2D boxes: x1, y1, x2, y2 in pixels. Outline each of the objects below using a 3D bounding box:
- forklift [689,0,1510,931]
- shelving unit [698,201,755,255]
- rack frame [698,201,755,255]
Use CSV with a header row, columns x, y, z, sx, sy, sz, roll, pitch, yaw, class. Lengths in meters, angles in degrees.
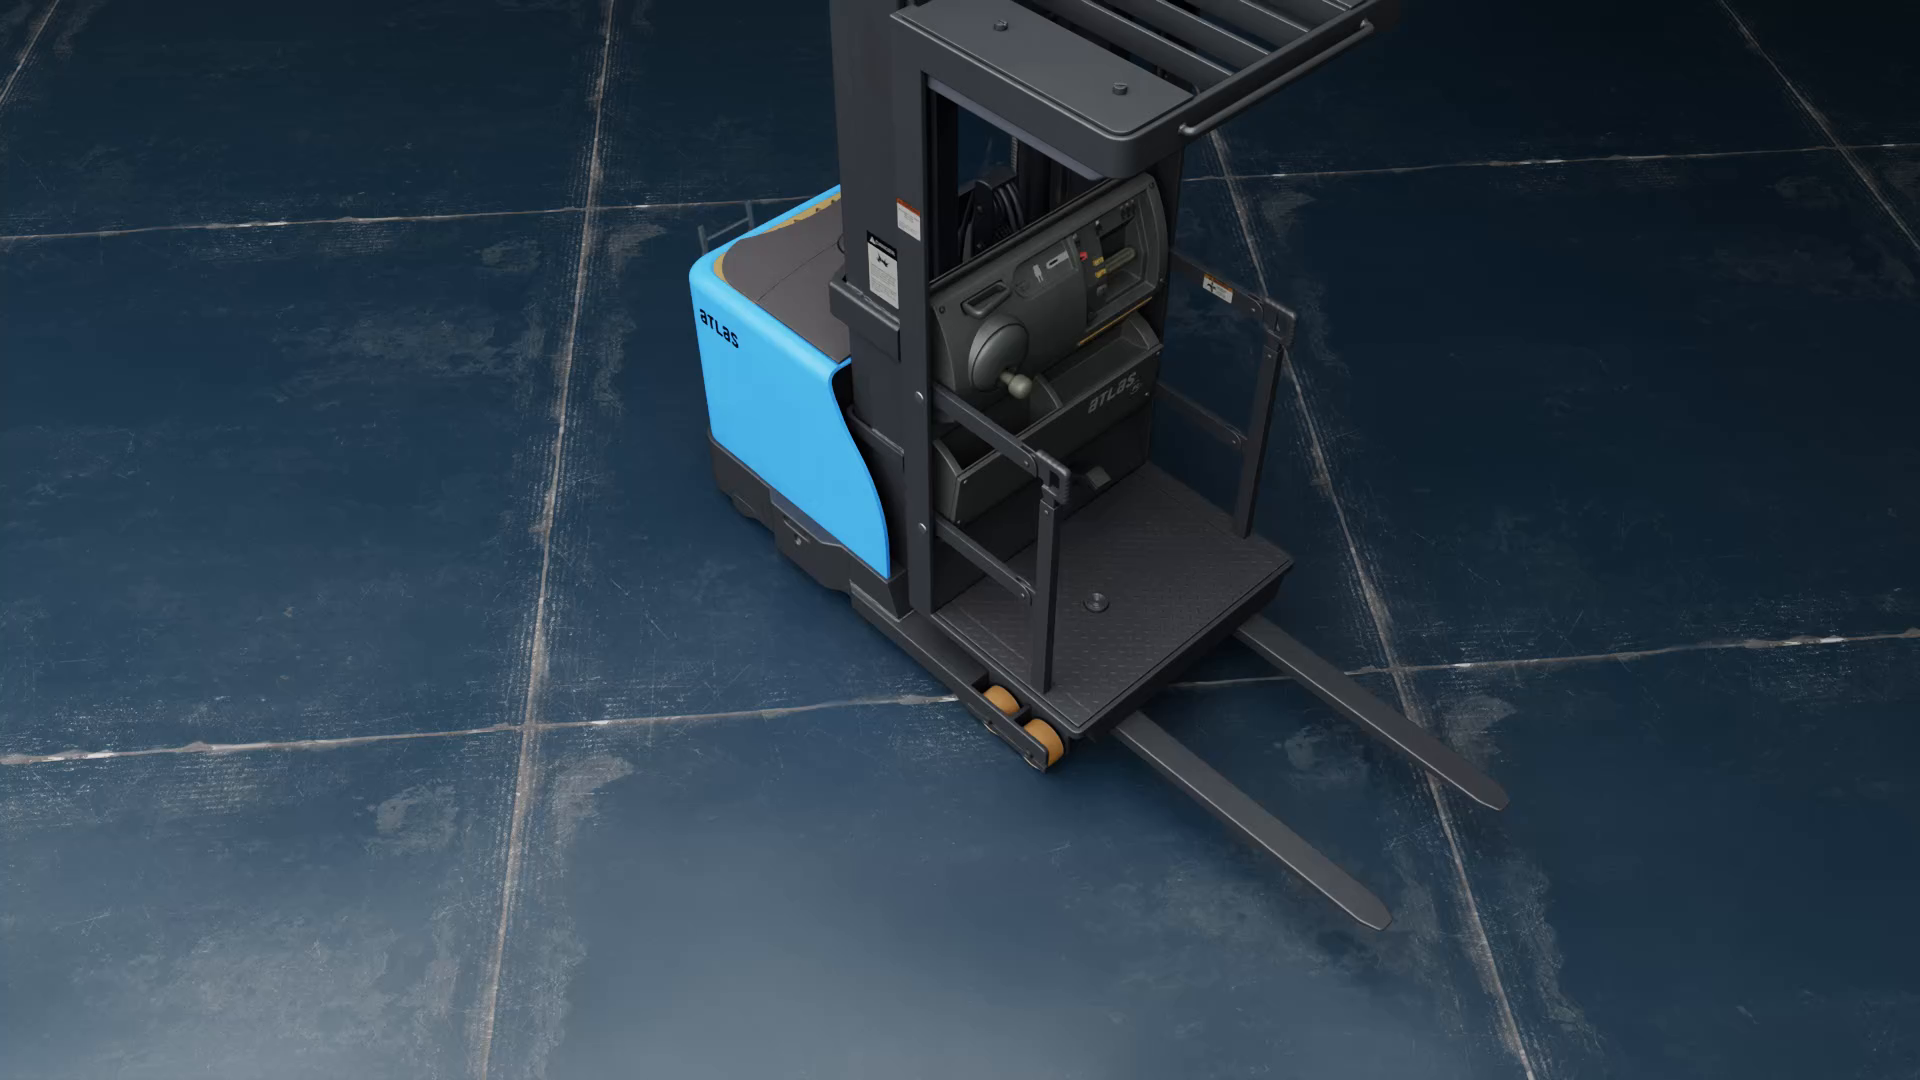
x,y,z,sx,sy,sz,roll,pitch,yaw,class
0.433,-0.675,4.871,1.130,2.935,3.031,-35,55,-28,forklift
-0.771,-0.827,6.402,0.258,0.900,0.210,-34,50,-28,shelving unit
-0.840,-0.874,6.460,0.240,0.900,0.006,-34,50,-28,rack frame
